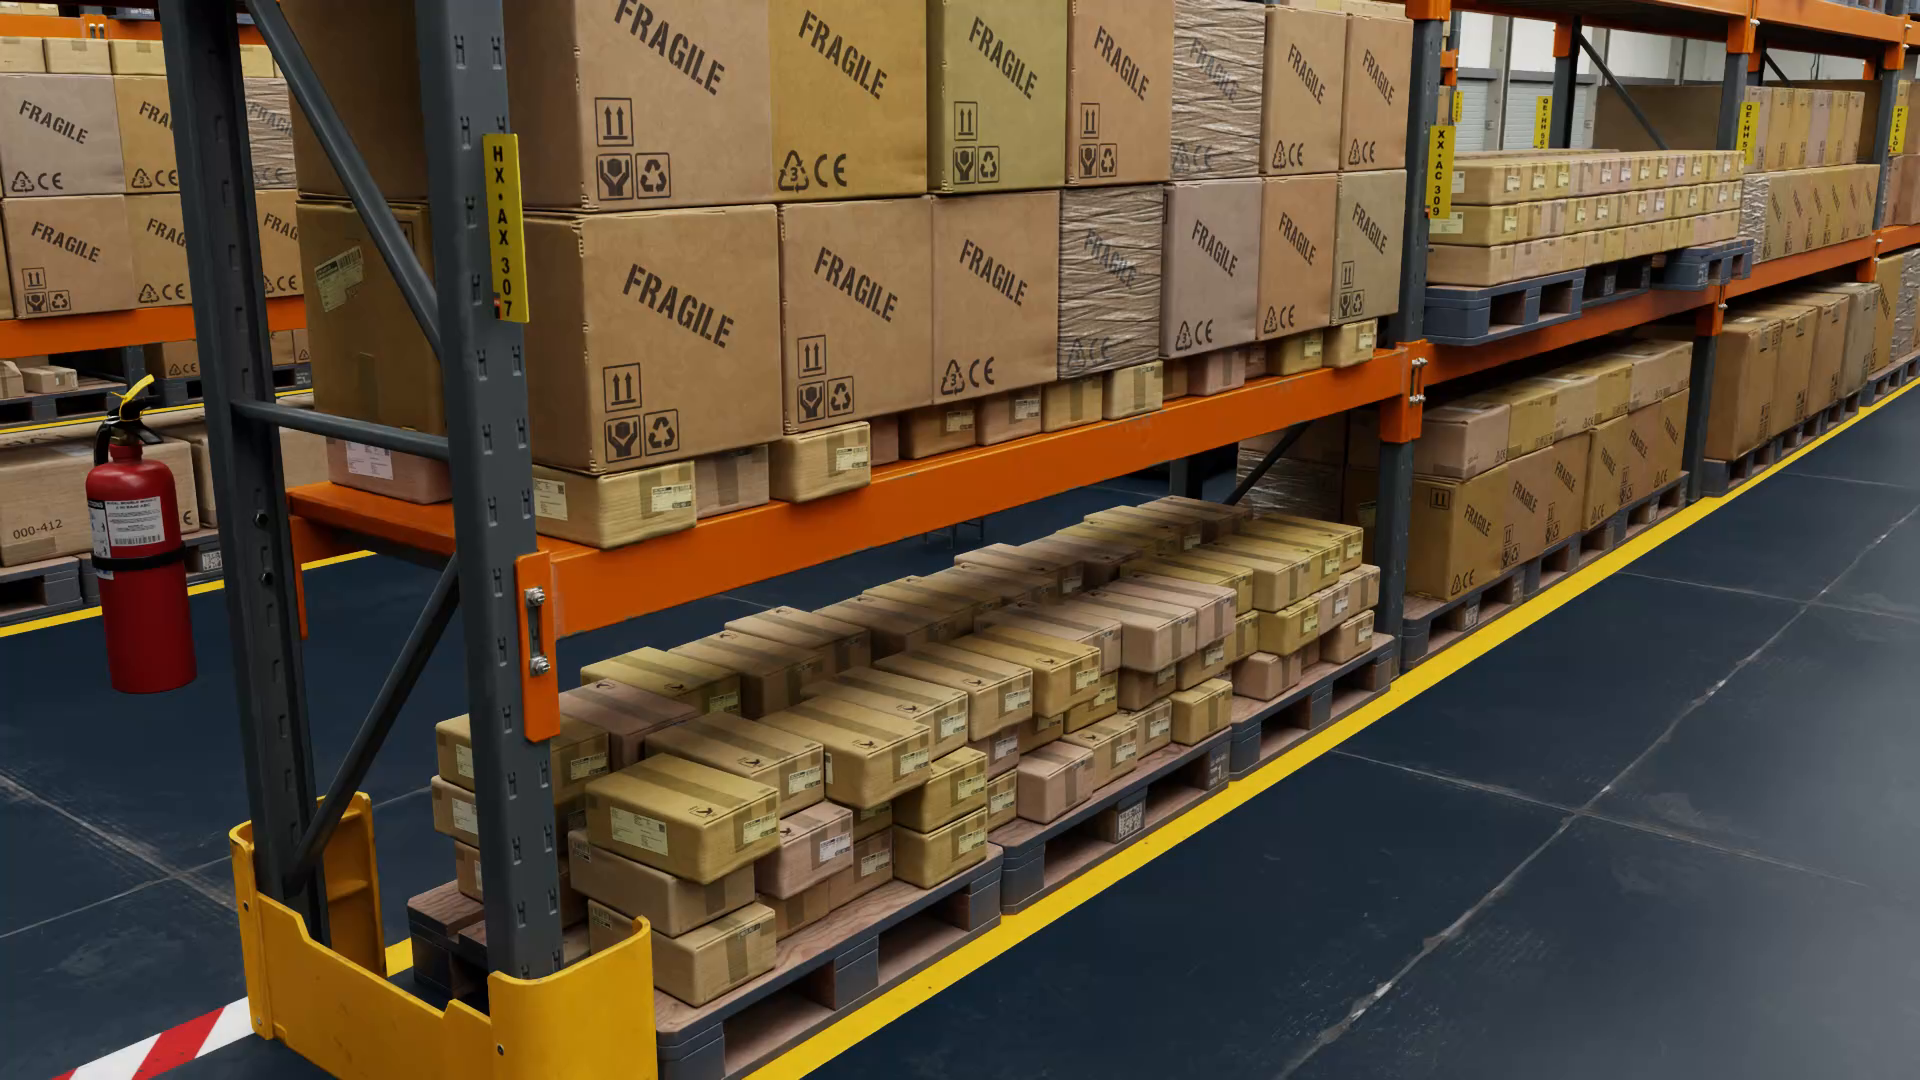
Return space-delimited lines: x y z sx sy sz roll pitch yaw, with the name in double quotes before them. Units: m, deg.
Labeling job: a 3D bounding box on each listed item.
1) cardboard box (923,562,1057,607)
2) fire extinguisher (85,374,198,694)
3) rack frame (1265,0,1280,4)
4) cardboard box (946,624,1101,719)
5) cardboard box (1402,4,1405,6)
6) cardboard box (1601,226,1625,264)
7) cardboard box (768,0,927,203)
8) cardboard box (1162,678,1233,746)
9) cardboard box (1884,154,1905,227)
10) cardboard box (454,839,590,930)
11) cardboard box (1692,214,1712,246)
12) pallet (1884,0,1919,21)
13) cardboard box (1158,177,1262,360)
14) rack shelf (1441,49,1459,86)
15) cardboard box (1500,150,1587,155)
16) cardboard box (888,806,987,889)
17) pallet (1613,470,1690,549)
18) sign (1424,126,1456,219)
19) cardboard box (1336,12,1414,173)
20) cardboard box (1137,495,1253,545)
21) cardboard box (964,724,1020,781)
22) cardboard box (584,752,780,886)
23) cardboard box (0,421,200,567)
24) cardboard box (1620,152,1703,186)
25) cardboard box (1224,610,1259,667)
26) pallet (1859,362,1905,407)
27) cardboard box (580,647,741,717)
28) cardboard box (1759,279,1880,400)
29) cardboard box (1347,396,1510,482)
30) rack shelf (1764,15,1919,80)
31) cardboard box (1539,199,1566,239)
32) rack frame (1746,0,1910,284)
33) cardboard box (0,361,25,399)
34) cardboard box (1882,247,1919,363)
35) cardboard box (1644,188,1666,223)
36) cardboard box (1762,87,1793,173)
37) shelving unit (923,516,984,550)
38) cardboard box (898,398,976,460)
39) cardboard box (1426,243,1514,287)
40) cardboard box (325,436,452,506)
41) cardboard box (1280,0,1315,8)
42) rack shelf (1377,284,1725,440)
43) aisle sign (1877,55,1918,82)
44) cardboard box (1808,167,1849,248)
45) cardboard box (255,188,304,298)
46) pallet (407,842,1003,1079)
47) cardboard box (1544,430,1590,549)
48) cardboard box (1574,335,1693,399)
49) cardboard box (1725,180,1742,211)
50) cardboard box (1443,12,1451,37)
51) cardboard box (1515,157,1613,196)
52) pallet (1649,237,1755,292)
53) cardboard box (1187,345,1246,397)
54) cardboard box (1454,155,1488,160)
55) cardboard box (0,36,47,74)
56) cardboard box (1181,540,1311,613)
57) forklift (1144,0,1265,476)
"cardboard box" 0.095 0.198 5.478 0.380 0.149 0.250 10 18 35
"fire extinguisher" -1.743 -0.018 3.518 0.296 0.674 0.183 11 18 38
"rack frame" 2.403 -6.166 14.618 1.000 3.000 0.127 11 18 38
"cardboard box" 0.180 0.374 4.789 0.380 0.149 0.250 12 18 38
"cardboard box" 4.397 -5.497 16.966 0.380 0.149 0.250 11 18 38
"cardboard box" 2.711 -1.316 7.370 0.380 0.149 0.250 11 18 37
"cardboard box" -0.424 -1.033 3.760 0.500 0.500 0.500 12 19 39
"cardboard box" 0.657 0.525 5.402 0.380 0.149 0.250 11 18 37
"cardboard box" 6.868 -2.766 13.113 0.875 0.550 0.550 11 18 38
"cardboard box" -1.057 0.832 4.194 0.380 0.149 0.250 12 18 38
"cardboard box" 3.532 -1.565 8.349 0.380 0.149 0.250 12 18 38
"pallet" 6.839 -4.077 12.669 1.003 0.211 1.213 11 18 38
"cardboard box" 0.564 -0.841 5.036 0.500 0.500 0.500 11 18 37
"rack shelf" 3.660 -4.746 16.583 1.077 0.370 4.000 11 18 38
"cardboard box" 3.037 -1.959 8.691 0.380 0.149 0.250 11 18 37
"cardboard box" -0.149 0.771 4.435 0.380 0.149 0.250 12 18 38
"pallet" 3.311 -0.245 9.157 1.003 0.211 1.213 11 18 38
"sign" 1.716 -1.317 5.955 0.100 0.325 0.005 11 18 38
"cardboard box" 1.204 -1.525 5.695 0.500 0.500 0.500 10 18 36
"cardboard box" 0.911 -0.056 6.479 0.380 0.149 0.250 12 19 40
"cardboard box" -0.057 0.558 4.668 0.380 0.149 0.250 10 17 35
"cardboard box" -0.632 0.629 3.785 0.380 0.149 0.250 10 17 35
"cardboard box" -4.233 -0.240 7.827 0.875 0.438 0.875 12 18 39
"cardboard box" 3.362 -1.801 8.070 0.380 0.149 0.250 12 19 39
"cardboard box" 0.789 0.305 5.664 0.380 0.149 0.250 11 18 38
"pallet" 6.856 -1.294 13.286 1.003 0.211 1.213 11 18 38
"cardboard box" -0.823 0.427 4.577 0.380 0.149 0.250 11 18 36
"cardboard box" 5.997 -1.492 12.120 1.050 0.750 0.750 11 18 37
"cardboard box" 1.959 -0.436 6.946 0.500 0.250 0.500 10 18 35
"rack shelf" 7.574 -4.000 13.644 1.077 0.370 4.000 11 18 38
"cardboard box" 2.217 -1.309 6.737 0.380 0.149 0.250 12 18 39
"rack frame" 6.317 -2.512 12.417 1.000 3.000 0.127 11 18 38
"cardboard box" -6.834 -1.151 11.763 0.396 0.266 0.258 12 19 40
"cardboard box" 7.330 -1.968 13.740 0.875 0.875 0.875 11 18 38
"cardboard box" 3.037 -1.559 7.721 0.380 0.149 0.250 12 18 39
"cardboard box" 4.730 -2.559 10.369 0.700 0.500 0.500 11 18 37
"shelving unit" -0.034 -0.499 8.453 0.215 1.050 0.252 11 18 38
"cardboard box" -0.182 -0.320 4.302 0.380 0.149 0.250 11 18 37
"cardboard box" 1.894 -1.066 6.382 0.380 0.149 0.250 10 17 35
"cardboard box" -1.240 -0.198 3.820 0.380 0.149 0.250 11 18 38
"cardboard box" 2.893 -4.825 15.134 0.500 0.250 0.500 11 18 36
"rack shelf" 2.546 -1.014 7.983 1.077 0.370 4.000 11 18 38
"aisle sign" 8.642 -4.598 15.349 0.394 0.787 0.004 11 18 38
"cardboard box" 5.562 -2.225 11.087 0.500 0.500 0.500 11 18 38
"cardboard box" -3.341 -1.448 8.029 0.500 0.500 0.500 11 18 37
"pallet" -0.639 0.973 4.362 1.003 0.211 1.213 11 18 38
"cardboard box" 2.609 -0.276 7.841 0.500 0.500 0.500 12 18 38
"cardboard box" 3.577 -0.929 8.890 0.500 0.250 0.500 11 18 36
"cardboard box" 3.846 -1.806 8.695 0.380 0.149 0.250 12 18 39
"cardboard box" 4.805 -5.410 17.434 0.500 0.250 0.500 11 18 37
"cardboard box" 2.547 -1.553 7.095 0.380 0.149 0.250 11 18 37
"pallet" 3.438 -1.500 8.823 1.213 0.211 1.003 11 18 38
"cardboard box" 0.671 -0.556 5.231 0.380 0.149 0.250 10 18 35
"cardboard box" 2.209 -1.706 7.696 0.380 0.149 0.250 10 18 35
"cardboard box" -4.063 -2.038 7.000 0.380 0.149 0.250 11 18 38
"cardboard box" 0.987 0.123 5.777 0.380 0.149 0.250 11 18 37
"forklift" 1.690 -2.123 11.025 1.130 2.935 3.031 8 16 30
